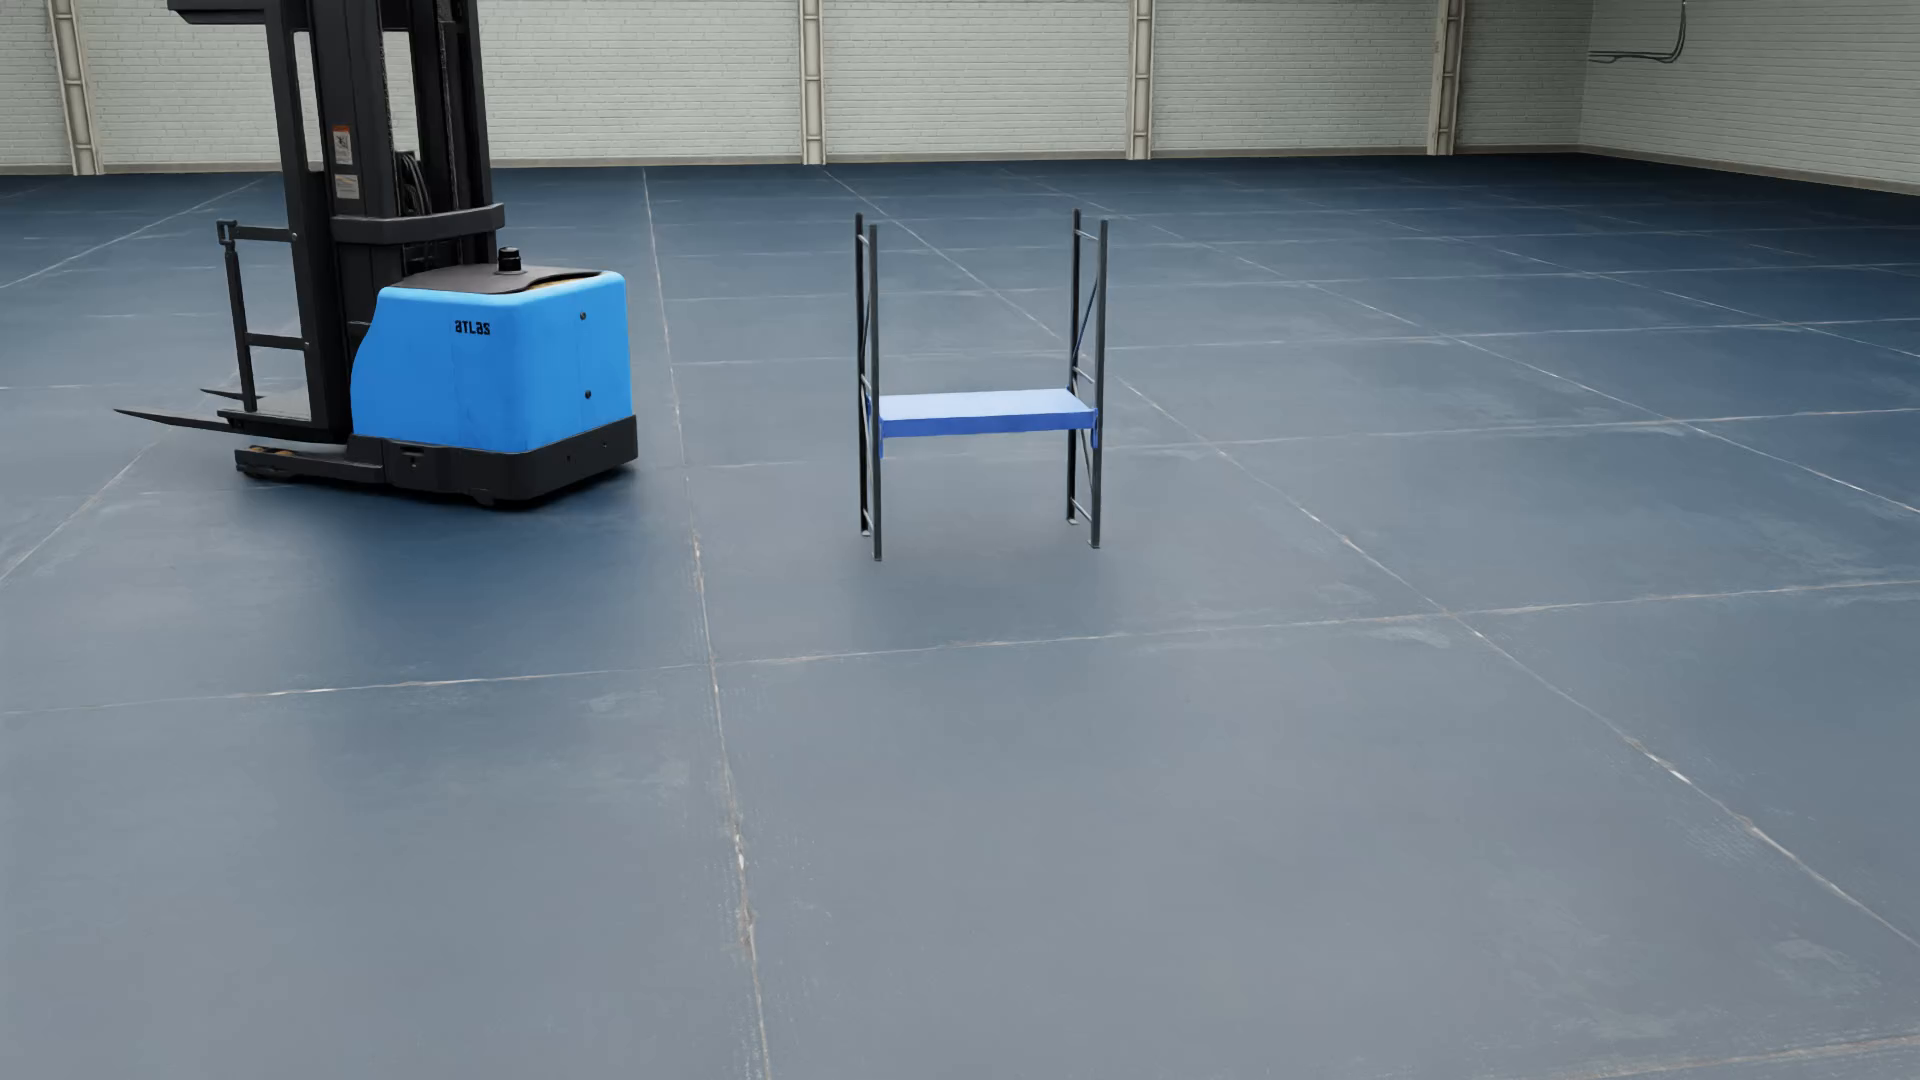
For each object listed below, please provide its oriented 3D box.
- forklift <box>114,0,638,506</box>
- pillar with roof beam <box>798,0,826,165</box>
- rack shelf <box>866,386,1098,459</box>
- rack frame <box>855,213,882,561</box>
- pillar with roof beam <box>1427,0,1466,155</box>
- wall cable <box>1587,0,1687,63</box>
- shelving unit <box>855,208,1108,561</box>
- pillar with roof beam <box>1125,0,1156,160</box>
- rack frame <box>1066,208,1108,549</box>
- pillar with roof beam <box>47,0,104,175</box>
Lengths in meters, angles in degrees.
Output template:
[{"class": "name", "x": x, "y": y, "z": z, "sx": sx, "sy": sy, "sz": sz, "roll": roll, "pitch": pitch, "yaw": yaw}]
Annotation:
[{"class": "forklift", "x": -3.309, "y": -1.840, "z": 8.809, "sx": 3.031, "sy": 2.935, "sz": 1.130, "roll": 8, "pitch": 19, "yaw": 23}, {"class": "pillar with roof beam", "x": -1.787, "y": -9.769, "z": 24.292, "sx": 0.400, "sy": 9.000, "sz": 9.100, "roll": -3, "pitch": 17, "yaw": -10}, {"class": "rack shelf", "x": 0.084, "y": -0.550, "z": 7.660, "sx": 1.000, "sy": 0.185, "sz": 0.538, "roll": -3, "pitch": 17, "yaw": -10}, {"class": "rack frame", "x": -0.415, "y": -0.693, "z": 7.515, "sx": 0.032, "sy": 1.500, "sz": 0.500, "roll": -3, "pitch": 17, "yaw": -10}, {"class": "pillar with roof beam", "x": 9.995, "y": -10.438, "z": 26.468, "sx": 0.400, "sy": 9.000, "sz": 9.100, "roll": -3, "pitch": 17, "yaw": -10}, {"class": "wall cable", "x": 12.322, "y": -9.977, "z": 30.258, "sx": 0.112, "sy": 2.526, "sz": 3.097, "roll": -3, "pitch": 17, "yaw": -10}, {"class": "shelving unit", "x": 0.084, "y": -0.722, "z": 7.607, "sx": 1.048, "sy": 1.500, "sz": 0.538, "roll": -3, "pitch": 17, "yaw": -10}, {"class": "pillar with roof beam", "x": 4.104, "y": -10.103, "z": 25.380, "sx": 0.400, "sy": 9.000, "sz": 9.100, "roll": -3, "pitch": 17, "yaw": -10}, {"class": "rack frame", "x": 0.583, "y": -0.750, "z": 7.699, "sx": 0.032, "sy": 1.500, "sz": 0.500, "roll": -3, "pitch": 17, "yaw": -10}, {"class": "pillar with roof beam", "x": -13.569, "y": -9.101, "z": 22.116, "sx": 0.400, "sy": 9.000, "sz": 9.100, "roll": -3, "pitch": 17, "yaw": -10}]
